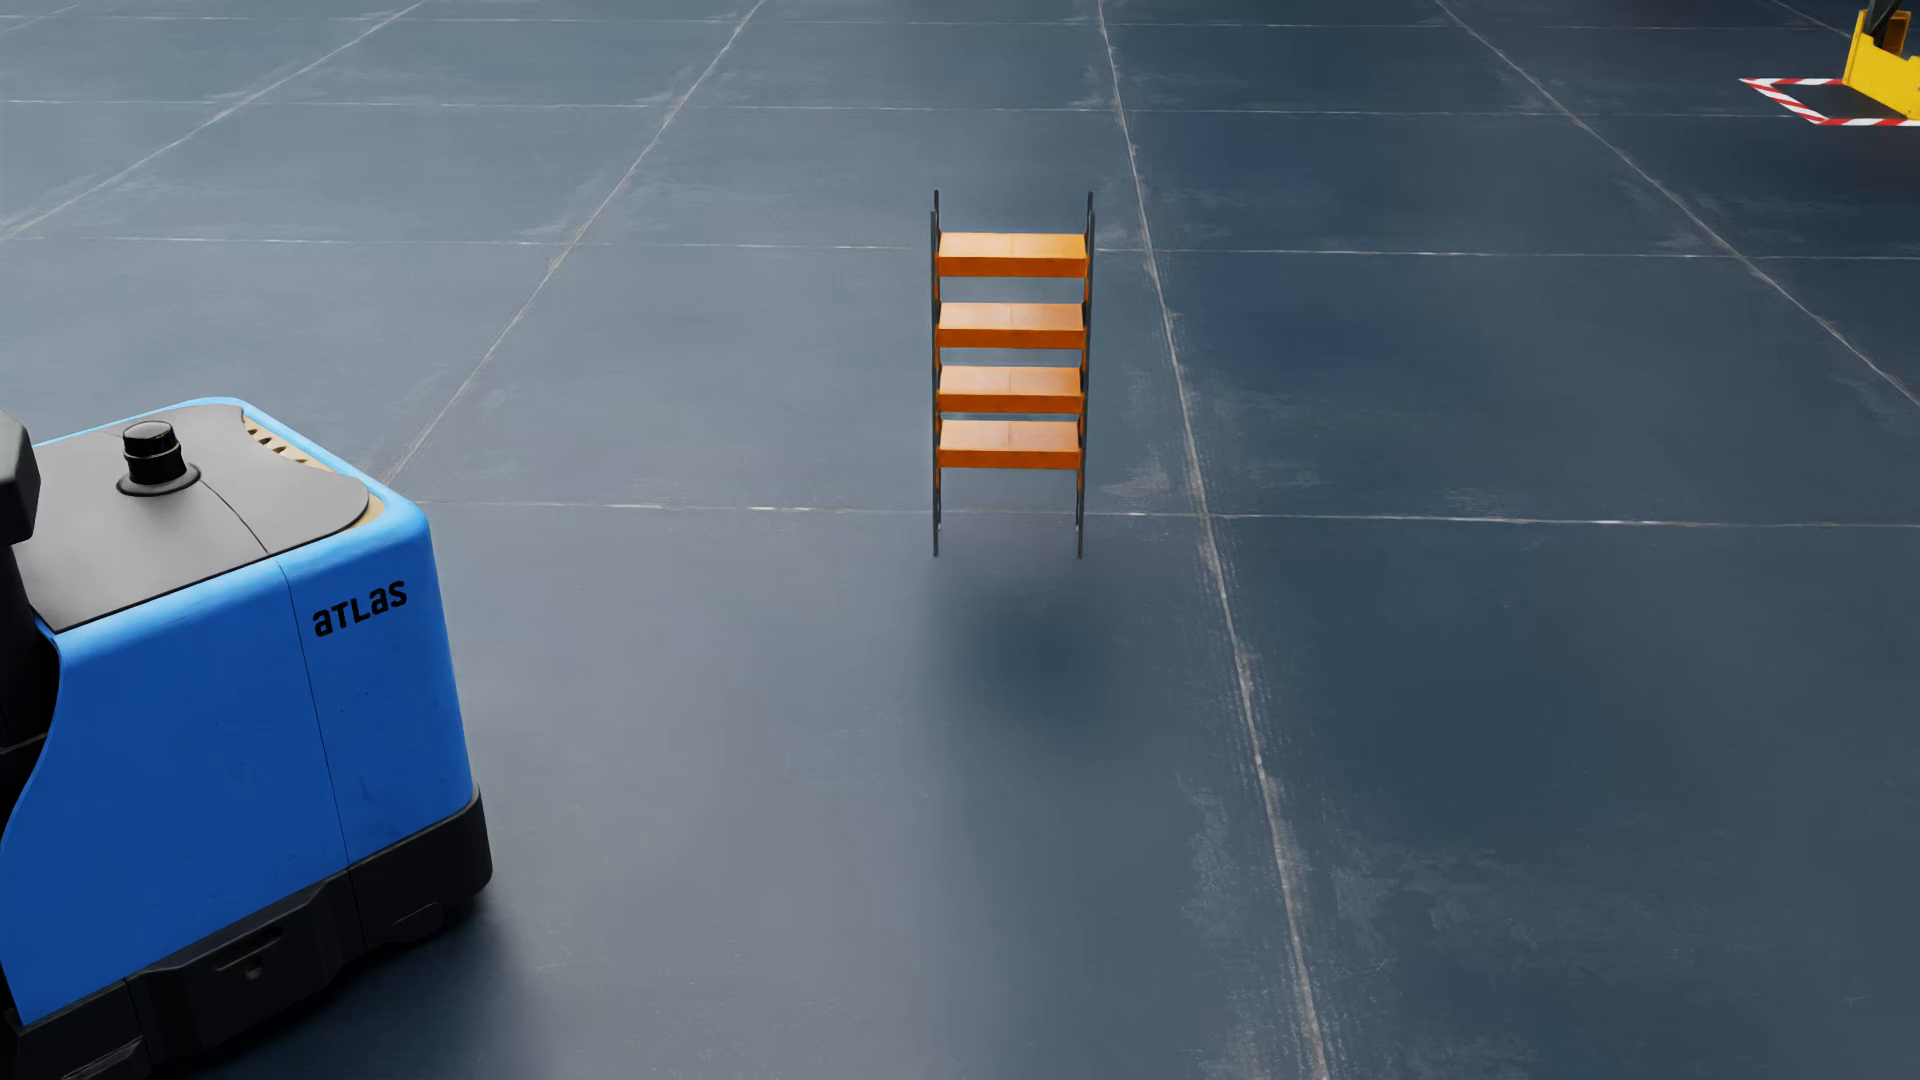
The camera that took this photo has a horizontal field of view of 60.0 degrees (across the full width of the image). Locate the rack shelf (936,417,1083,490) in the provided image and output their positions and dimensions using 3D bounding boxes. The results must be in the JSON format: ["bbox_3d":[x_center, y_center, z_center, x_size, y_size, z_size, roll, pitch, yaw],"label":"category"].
[{"bbox_3d":[0.165,-0.293,5.588,0.480,0.148,0.258,1,28,2],"label":"rack shelf"}]

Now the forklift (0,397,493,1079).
[{"bbox_3d":[-2.527,-0.074,2.761,1.130,2.935,3.031,24,36,38],"label":"forklift"}]

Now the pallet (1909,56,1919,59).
[{"bbox_3d":[7.290,-3.087,11.347,1.213,0.211,1.003,1,28,2],"label":"pallet"}]

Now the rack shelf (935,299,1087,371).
[{"bbox_3d":[0.165,-0.666,5.391,0.480,0.148,0.258,1,28,2],"label":"rack shelf"}]

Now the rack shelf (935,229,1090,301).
[{"bbox_3d":[0.165,-0.875,5.280,0.480,0.148,0.258,1,28,2],"label":"rack shelf"}]

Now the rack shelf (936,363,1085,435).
[{"bbox_3d":[0.165,-0.468,5.495,0.480,0.148,0.258,1,28,2],"label":"rack shelf"}]

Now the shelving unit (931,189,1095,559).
[{"bbox_3d":[0.165,-0.527,5.464,0.503,1.200,0.258,1,28,2],"label":"shelving unit"}]

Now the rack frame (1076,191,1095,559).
[{"bbox_3d":[0.409,-0.523,5.456,0.015,1.200,0.240,1,28,2],"label":"rack frame"}]

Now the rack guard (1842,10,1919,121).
[{"bbox_3d":[6.480,-3.244,11.336,0.348,0.500,1.175,1,28,2],"label":"rack guard"}]

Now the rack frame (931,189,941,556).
[{"bbox_3d":[-0.078,-0.531,5.471,0.015,1.200,0.240,1,28,2],"label":"rack frame"}]

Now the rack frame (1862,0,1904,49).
[{"bbox_3d":[6.404,-4.350,10.753,0.127,3.000,1.000,1,28,2],"label":"rack frame"}]
